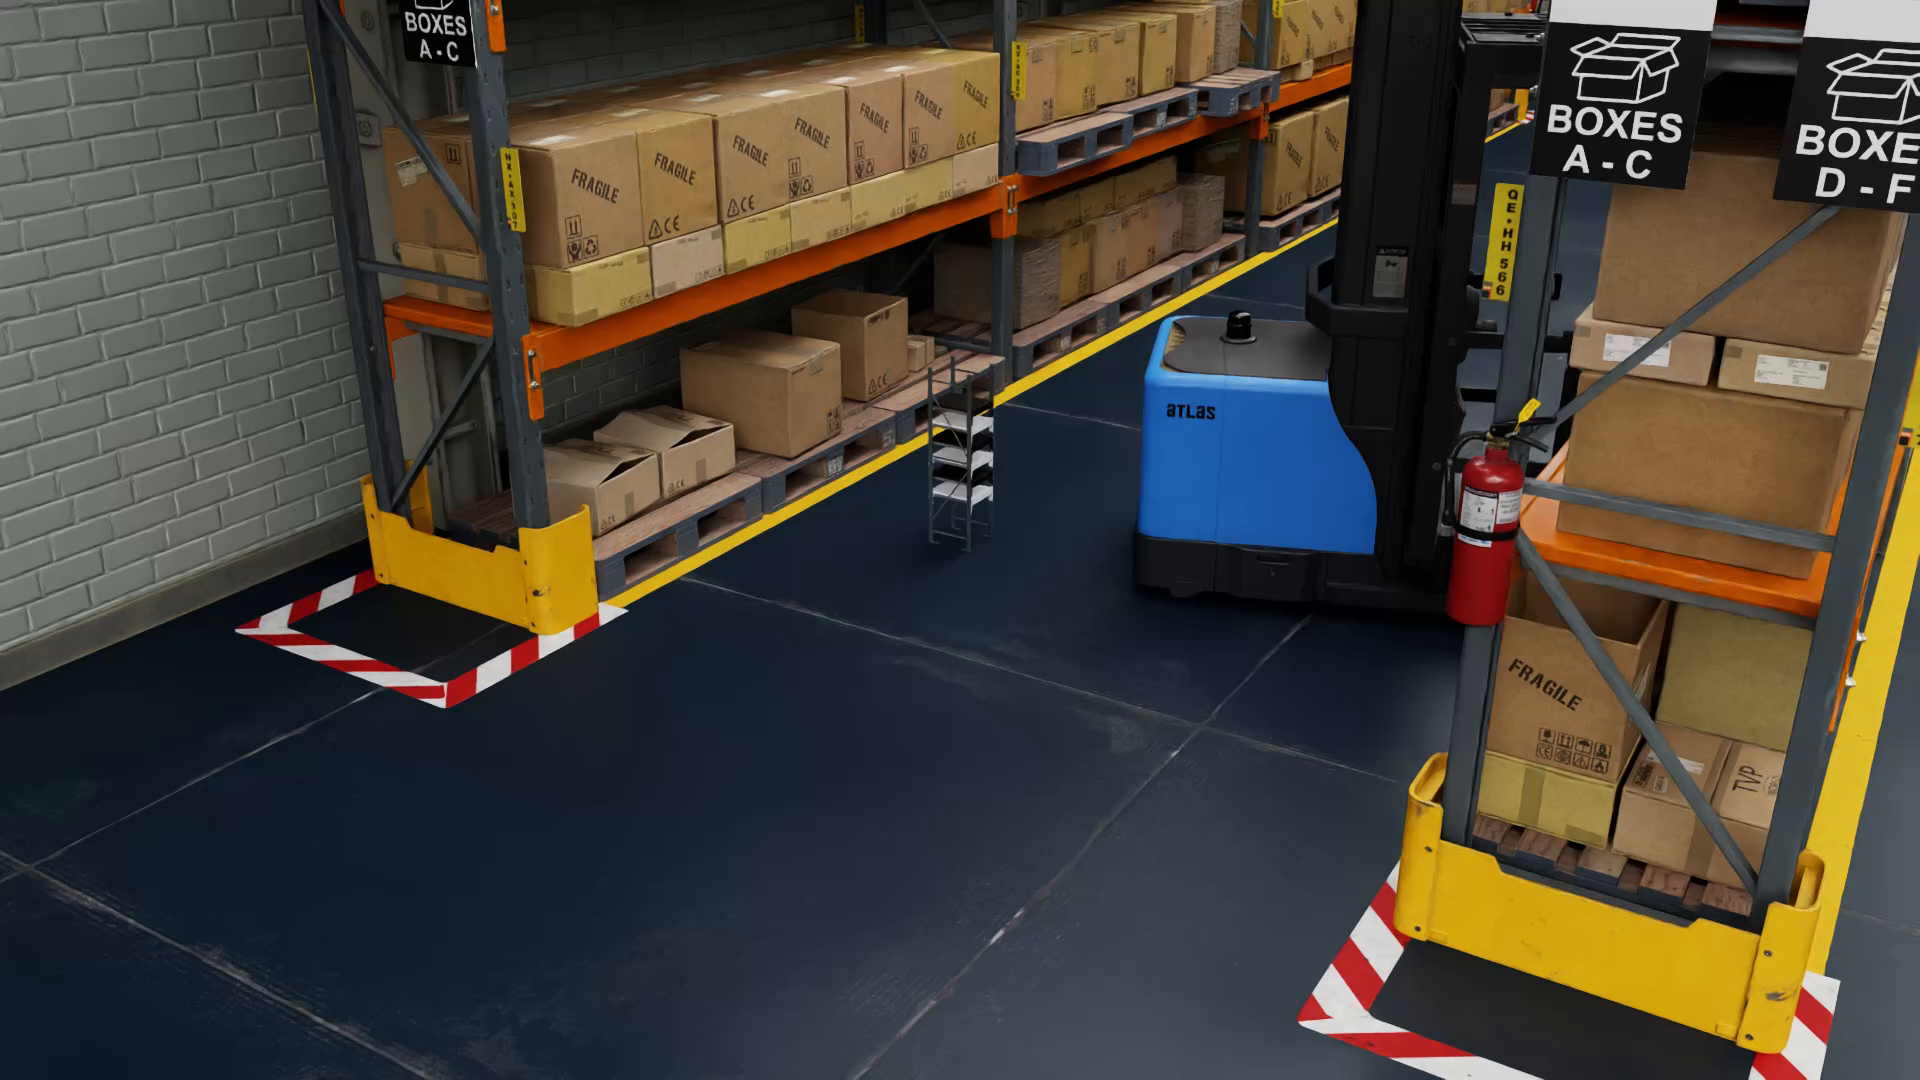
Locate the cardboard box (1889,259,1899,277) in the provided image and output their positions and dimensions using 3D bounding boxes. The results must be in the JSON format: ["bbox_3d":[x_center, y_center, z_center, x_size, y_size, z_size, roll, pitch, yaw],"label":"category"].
[{"bbox_3d":[2.909,-0.847,5.488,0.380,0.149,0.250,13,27,27],"label":"cardboard box"}]

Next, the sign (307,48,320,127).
[{"bbox_3d":[-2.696,-1.903,7.016,0.100,0.325,0.005,14,27,29],"label":"sign"}]

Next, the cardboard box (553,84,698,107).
[{"bbox_3d":[-1.624,-1.935,8.165,0.500,0.500,0.500,13,27,28],"label":"cardboard box"}]

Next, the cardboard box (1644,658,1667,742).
[{"bbox_3d":[2.261,0.588,6.049,0.500,0.250,0.500,14,27,29],"label":"cardboard box"}]

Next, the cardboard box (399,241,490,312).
[{"bbox_3d":[-2.153,-1.243,7.509,0.500,0.250,0.500,14,27,30],"label":"cardboard box"}]

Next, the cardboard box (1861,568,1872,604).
[{"bbox_3d":[3.503,0.193,6.961,0.500,0.250,0.500,14,27,29],"label":"cardboard box"}]

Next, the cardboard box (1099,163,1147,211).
[{"bbox_3d":[1.029,-2.595,12.118,0.500,0.250,0.500,14,27,29],"label":"cardboard box"}]

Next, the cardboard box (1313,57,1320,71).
[{"bbox_3d":[2.865,-4.116,14.273,0.380,0.149,0.250,15,27,30],"label":"cardboard box"}]

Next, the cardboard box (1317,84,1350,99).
[{"bbox_3d":[3.396,-3.813,15.460,0.750,0.750,0.750,15,27,31],"label":"cardboard box"}]

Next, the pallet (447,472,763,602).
[{"bbox_3d":[-1.736,-0.117,8.254,1.003,0.211,1.213,14,27,29],"label":"pallet"}]

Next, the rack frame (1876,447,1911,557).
[{"bbox_3d":[4.085,-1.417,7.748,1.000,3.000,0.127,14,27,29],"label":"rack frame"}]

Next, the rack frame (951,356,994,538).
[{"bbox_3d":[0.058,-0.450,8.157,0.240,0.900,0.006,14,27,29],"label":"rack frame"}]

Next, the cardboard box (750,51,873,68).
[{"bbox_3d":[-0.826,-2.450,9.353,0.500,0.500,0.500,14,27,29],"label":"cardboard box"}]

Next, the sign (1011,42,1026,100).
[{"bbox_3d":[0.340,-2.740,9.714,0.100,0.325,0.005,14,27,29],"label":"sign"}]

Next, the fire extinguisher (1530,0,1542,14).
[{"bbox_3d":[6.677,-6.252,19.482,0.296,0.674,0.183,14,27,29],"label":"fire extinguisher"}]

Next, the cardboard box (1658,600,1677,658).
[{"bbox_3d":[2.521,0.074,6.292,0.500,0.500,0.500,14,27,29],"label":"cardboard box"}]

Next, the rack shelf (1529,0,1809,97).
[{"bbox_3d":[3.031,-1.789,5.736,1.077,0.370,4.000,14,27,29],"label":"rack shelf"}]

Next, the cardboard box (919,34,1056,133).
[{"bbox_3d":[0.172,-2.866,10.416,0.700,0.500,0.500,14,27,29],"label":"cardboard box"}]

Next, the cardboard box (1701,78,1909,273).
[{"bbox_3d":[2.799,-1.230,5.557,0.700,0.500,0.500,14,27,29],"label":"cardboard box"}]

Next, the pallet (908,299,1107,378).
[{"bbox_3d":[0.284,-1.437,11.305,1.003,0.211,1.213,14,27,29],"label":"pallet"}]

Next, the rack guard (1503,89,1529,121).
[{"bbox_3d":[6.218,-5.365,20.014,1.175,0.500,0.348,14,27,29],"label":"rack guard"}]

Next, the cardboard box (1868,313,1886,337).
[{"bbox_3d":[2.502,-0.588,4.890,0.380,0.149,0.250,13,27,28],"label":"cardboard box"}]

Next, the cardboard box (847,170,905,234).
[{"bbox_3d":[-0.639,-1.832,8.869,0.500,0.250,0.500,14,27,29],"label":"cardboard box"}]

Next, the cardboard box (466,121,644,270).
[{"bbox_3d":[-1.728,-1.487,7.128,0.500,0.500,0.500,14,27,29],"label":"cardboard box"}]

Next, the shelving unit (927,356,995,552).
[{"bbox_3d":[0.004,-0.416,8.078,0.258,0.900,0.210,14,27,29],"label":"shelving unit"}]

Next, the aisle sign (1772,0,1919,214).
[{"bbox_3d":[2.201,-1.174,3.913,0.394,0.787,0.004,14,27,29],"label":"aisle sign"}]

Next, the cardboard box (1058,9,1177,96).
[{"bbox_3d":[1.107,-3.466,11.801,0.700,0.500,0.500,14,27,29],"label":"cardboard box"}]

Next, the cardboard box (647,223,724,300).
[{"bbox_3d":[-1.446,-1.321,7.689,0.500,0.250,0.500,13,27,27],"label":"cardboard box"}]

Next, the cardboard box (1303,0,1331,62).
[{"bbox_3d":[2.743,-4.281,13.837,0.500,0.500,0.500,15,28,31],"label":"cardboard box"}]

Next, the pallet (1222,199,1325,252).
[{"bbox_3d":[2.465,-2.775,14.394,1.003,0.211,1.213,14,27,29],"label":"pallet"}]

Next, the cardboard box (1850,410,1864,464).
[{"bbox_3d":[2.772,-0.613,5.763,0.700,0.500,0.500,14,27,29],"label":"cardboard box"}]

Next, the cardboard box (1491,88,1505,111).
[{"bbox_3d":[5.921,-5.293,19.318,0.700,0.500,0.500,14,27,29],"label":"cardboard box"}]

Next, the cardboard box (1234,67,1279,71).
[{"bbox_3d":[2.355,-3.761,13.452,0.380,0.149,0.250,13,27,28],"label":"cardboard box"}]

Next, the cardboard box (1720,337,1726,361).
[{"bbox_3d":[2.152,-0.668,5.076,0.380,0.149,0.250,15,27,30],"label":"cardboard box"}]

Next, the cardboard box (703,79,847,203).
[{"bbox_3d":[-0.919,-2.001,8.317,0.500,0.500,0.500,15,27,31],"label":"cardboard box"}]

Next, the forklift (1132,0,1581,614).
[{"bbox_3d":[2.363,-1.160,7.241,3.031,2.935,1.130,4,24,10],"label":"forklift"}]

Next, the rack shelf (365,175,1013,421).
[{"bbox_3d":[-1.180,-1.449,8.727,1.077,0.370,4.000,14,27,29],"label":"rack shelf"}]

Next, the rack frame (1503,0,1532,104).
[{"bbox_3d":[6.205,-6.504,19.499,1.000,3.000,0.127,14,27,29],"label":"rack frame"}]

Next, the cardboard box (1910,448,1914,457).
[{"bbox_3d":[4.780,-0.605,8.803,0.500,0.250,0.500,15,27,30],"label":"cardboard box"}]

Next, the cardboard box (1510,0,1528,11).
[{"bbox_3d":[5.944,-6.468,19.037,0.980,0.700,0.700,15,28,31],"label":"cardboard box"}]

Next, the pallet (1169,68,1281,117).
[{"bbox_3d":[1.700,-3.453,12.693,1.213,0.211,1.003,14,27,29],"label":"pallet"}]

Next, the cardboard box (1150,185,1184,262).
[{"bbox_3d":[1.279,-2.455,12.739,0.700,0.500,0.500,14,27,29],"label":"cardboard box"}]

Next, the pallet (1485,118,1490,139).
[{"bbox_3d":[5.205,-4.528,18.444,1.003,0.211,1.213,14,27,29],"label":"pallet"}]

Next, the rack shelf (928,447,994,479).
[{"bbox_3d":[0.004,-0.385,8.091,0.258,0.077,0.200,14,27,29],"label":"rack shelf"}]

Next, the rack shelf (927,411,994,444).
[{"bbox_3d":[0.004,-0.550,8.019,0.258,0.077,0.200,14,27,29],"label":"rack shelf"}]

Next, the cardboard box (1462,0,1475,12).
[{"bbox_3d":[4.785,-5.717,17.302,0.980,0.700,0.700,13,27,28],"label":"cardboard box"}]

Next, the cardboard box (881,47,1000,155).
[{"bbox_3d":[-0.112,-2.514,9.502,0.500,0.500,0.500,14,27,29],"label":"cardboard box"}]

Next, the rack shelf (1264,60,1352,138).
[{"bbox_3d":[3.040,-4.149,14.964,1.077,0.370,4.000,14,27,29],"label":"rack shelf"}]

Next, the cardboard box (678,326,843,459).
[{"bbox_3d":[-1.063,-0.803,8.922,0.700,0.500,0.500,12,26,26],"label":"cardboard box"}]

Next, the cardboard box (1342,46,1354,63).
[{"bbox_3d":[3.300,-4.368,14.855,0.380,0.149,0.250,15,27,31],"label":"cardboard box"}]

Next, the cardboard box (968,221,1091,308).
[{"bbox_3d":[0.479,-1.946,11.561,0.700,0.500,0.500,13,27,28],"label":"cardboard box"}]
